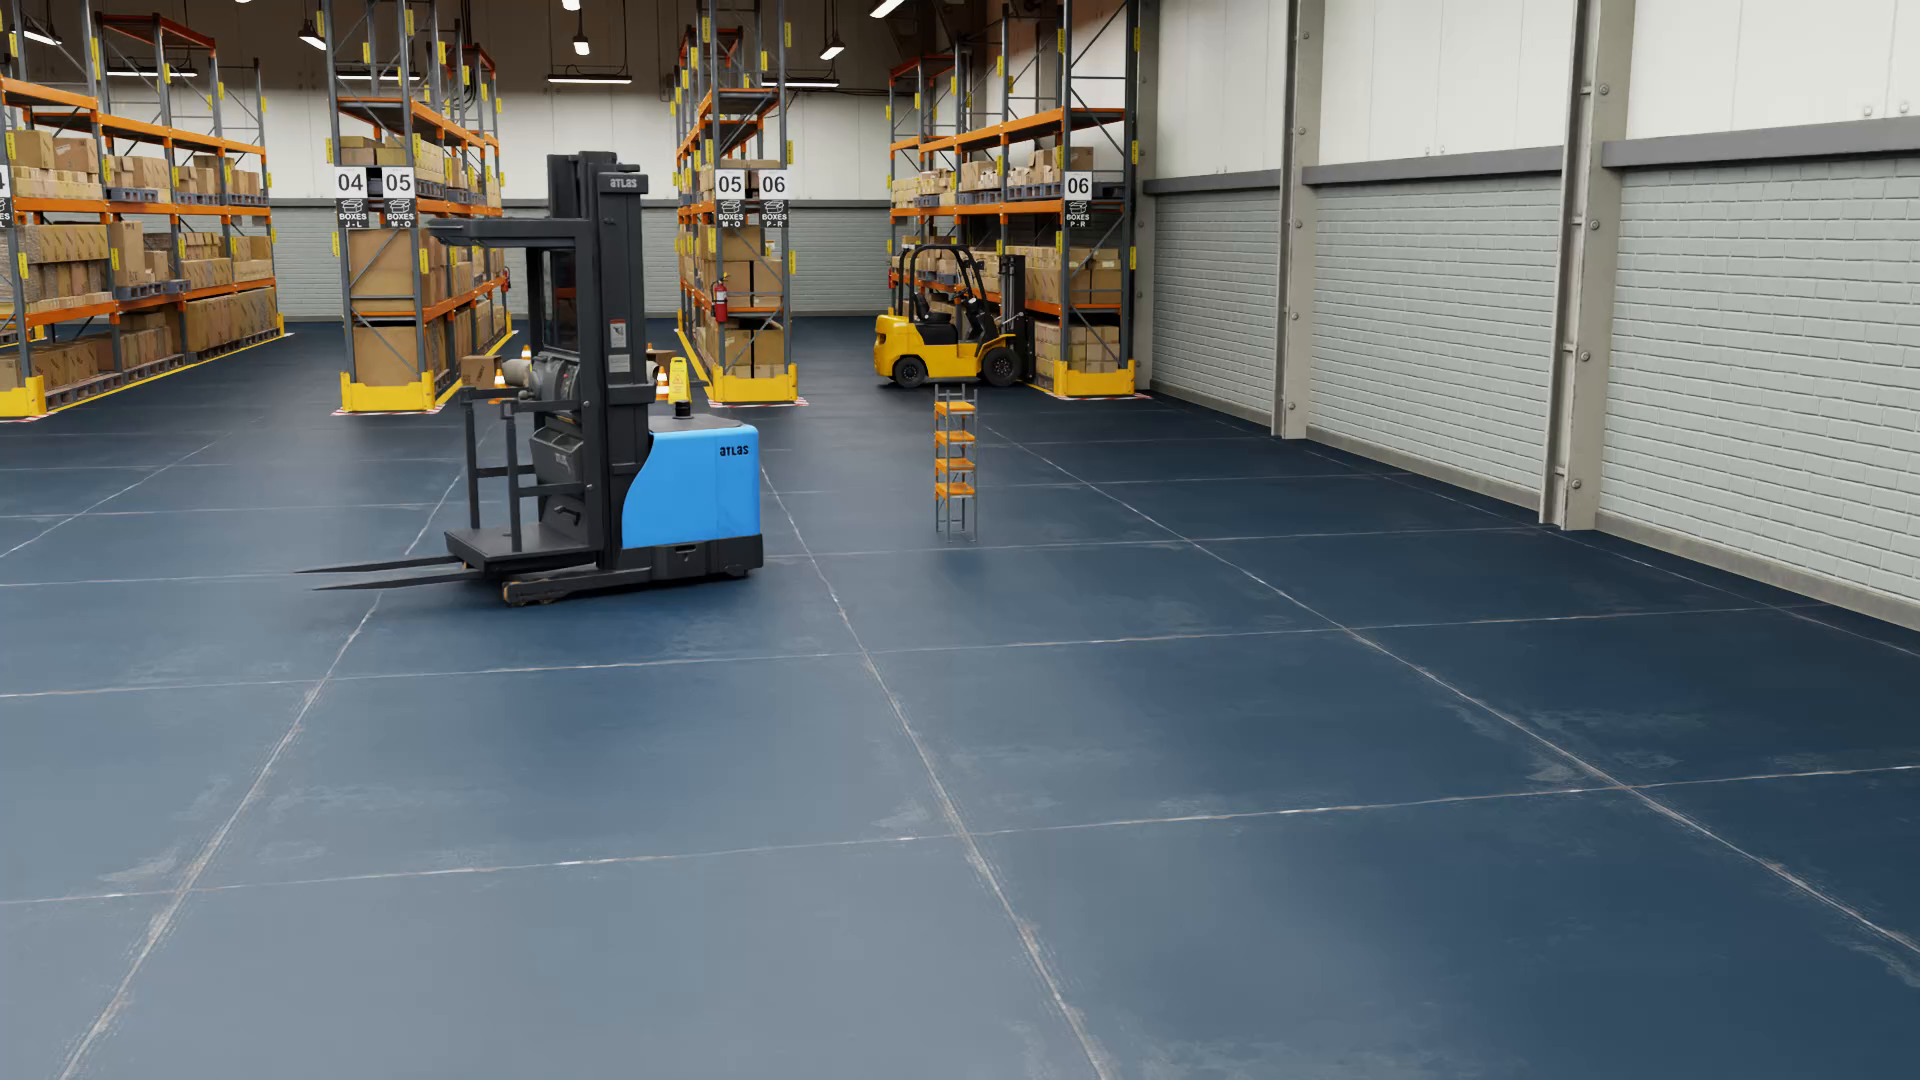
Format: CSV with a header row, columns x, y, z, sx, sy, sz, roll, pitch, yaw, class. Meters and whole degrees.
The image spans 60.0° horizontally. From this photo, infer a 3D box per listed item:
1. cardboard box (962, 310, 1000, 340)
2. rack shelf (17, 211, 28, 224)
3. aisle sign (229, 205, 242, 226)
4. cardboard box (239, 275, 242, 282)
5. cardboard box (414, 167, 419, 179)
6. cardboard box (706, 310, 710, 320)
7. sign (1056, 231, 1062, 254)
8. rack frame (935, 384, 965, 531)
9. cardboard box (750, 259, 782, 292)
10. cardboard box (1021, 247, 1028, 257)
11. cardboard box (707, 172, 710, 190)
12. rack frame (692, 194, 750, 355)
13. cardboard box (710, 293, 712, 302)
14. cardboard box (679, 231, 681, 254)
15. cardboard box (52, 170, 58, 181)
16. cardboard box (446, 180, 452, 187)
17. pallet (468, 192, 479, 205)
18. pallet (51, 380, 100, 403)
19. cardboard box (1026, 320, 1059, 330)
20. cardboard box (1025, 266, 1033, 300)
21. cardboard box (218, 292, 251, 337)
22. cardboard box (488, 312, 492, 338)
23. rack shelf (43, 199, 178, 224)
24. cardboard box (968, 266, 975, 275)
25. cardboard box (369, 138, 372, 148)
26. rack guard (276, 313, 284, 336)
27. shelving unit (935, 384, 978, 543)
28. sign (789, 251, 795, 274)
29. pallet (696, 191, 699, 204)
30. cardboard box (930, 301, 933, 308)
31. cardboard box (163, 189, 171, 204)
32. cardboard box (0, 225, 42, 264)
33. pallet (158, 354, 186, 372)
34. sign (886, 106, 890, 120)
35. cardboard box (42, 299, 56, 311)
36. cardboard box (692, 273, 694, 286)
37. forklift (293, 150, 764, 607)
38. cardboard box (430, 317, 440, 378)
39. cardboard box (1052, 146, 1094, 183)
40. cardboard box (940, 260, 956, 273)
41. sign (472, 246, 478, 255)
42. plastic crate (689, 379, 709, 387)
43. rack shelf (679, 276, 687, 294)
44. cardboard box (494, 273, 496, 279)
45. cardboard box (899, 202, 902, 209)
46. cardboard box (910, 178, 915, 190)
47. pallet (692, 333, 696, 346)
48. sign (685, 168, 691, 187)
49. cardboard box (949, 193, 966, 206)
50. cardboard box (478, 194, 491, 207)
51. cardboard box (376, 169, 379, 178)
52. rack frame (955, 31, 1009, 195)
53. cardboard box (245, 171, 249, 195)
x,y,z,sx,sy,sz,roll,pitch,yaw,class
0.525,-4.026,31.553,0.875,0.625,0.625,-2,11,-9,cardboard box
-20.198,-6.600,33.750,1.077,0.370,4.000,-2,11,-11,rack shelf
-16.036,-7.306,36.606,0.394,0.787,0.004,-2,11,-11,aisle sign
-14.733,-5.284,33.608,0.380,0.149,0.250,-2,11,-13,cardboard box
-7.484,-4.934,22.356,0.380,0.149,0.250,-2,11,-11,cardboard box
-3.858,-3.585,26.502,0.380,0.149,0.250,-2,11,-10,cardboard box
1.438,-4.302,24.044,0.100,0.325,0.005,-2,11,-11,sign
-0.080,-0.665,13.479,0.240,1.200,0.015,-2,11,-11,rack frame
-2.820,-3.839,24.284,0.500,0.500,0.500,-2,11,-9,cardboard box
1.190,-4.623,26.666,0.380,0.149,0.250,-2,11,-12,cardboard box
-3.462,-5.270,24.444,0.500,0.250,0.500,-2,11,-9,cardboard box
-4.452,-4.920,31.022,1.000,3.000,0.127,-2,11,-11,rack frame
-3.611,-3.713,25.354,0.380,0.149,0.250,-2,11,-11,cardboard box
-6.086,-6.734,37.614,0.500,0.500,0.500,-2,11,-13,cardboard box
-12.820,-5.078,23.166,0.380,0.149,0.250,-3,11,-13,cardboard box
-8.527,-5.860,27.219,0.380,0.149,0.250,-2,11,-11,cardboard box
-9.110,-5.986,29.105,1.213,0.211,1.003,-2,11,-8,pallet
-12.988,-2.110,23.716,1.003,0.211,1.213,-2,11,-11,pallet
1.273,-3.332,26.238,0.500,0.250,0.500,-2,11,-12,cardboard box
1.319,-4.045,26.157,0.500,0.500,0.500,-2,11,-11,cardboard box
-15.000,-4.579,33.793,0.875,0.875,0.875,-2,11,-11,cardboard box
-9.674,-4.306,33.362,0.500,0.500,0.500,-2,11,-12,cardboard box
-13.783,-5.313,26.988,1.077,0.370,4.000,-2,11,-11,rack shelf
0.444,-4.994,30.476,0.500,0.250,0.500,-2,11,-12,cardboard box
-8.227,-5.393,22.637,0.380,0.149,0.250,-2,11,-10,cardboard box
-15.733,-4.803,37.094,1.175,0.500,0.348,-2,11,-11,rack guard
-0.032,-0.620,13.244,0.258,1.200,0.503,-2,11,-11,shelving unit
-2.363,-3.897,23.336,0.100,0.325,0.005,-2,11,-11,sign
-3.894,-5.875,28.518,1.213,0.211,1.003,-2,11,-11,pallet
-0.423,-5.008,35.313,0.380,0.149,0.250,-2,11,-13,cardboard box
-13.839,-5.881,28.450,0.500,0.250,0.500,-2,11,-11,cardboard box
-12.456,-3.889,21.871,0.500,0.500,0.500,-2,11,-11,cardboard box
-14.022,-3.046,28.636,1.003,0.211,1.213,-2,11,-11,pallet
-1.672,-9.993,38.923,0.100,0.325,0.005,-2,11,-11,sign
-12.612,-3.214,22.731,0.380,0.149,0.250,-2,11,-11,cardboard box
-4.805,-4.929,31.473,0.500,0.250,0.500,-3,11,-13,cardboard box
-2.927,-1.114,11.212,3.031,2.935,1.130,-6,13,-31,forklift
-8.277,-2.867,24.796,0.875,0.875,0.875,-2,11,-11,cardboard box
1.647,-5.484,24.306,0.500,0.500,0.500,-2,11,-9,cardboard box
-0.106,-5.415,32.903,0.500,0.250,0.500,-3,11,-14,cardboard box
-8.744,-5.311,29.979,0.100,0.325,0.005,-2,11,-11,sign
-4.173,-2.434,25.771,0.402,0.080,0.583,-6,13,-31,plastic crate
-5.618,-5.667,36.870,1.077,0.370,4.000,-2,11,-11,rack shelf
-10.103,-5.635,35.452,0.380,0.149,0.250,-2,11,-8,cardboard box
-1.190,-7.659,38.065,0.380,0.149,0.250,-2,11,-11,cardboard box
-0.803,-7.803,36.415,0.500,0.250,0.500,-2,11,-12,cardboard box
-5.005,-4.145,34.408,1.003,0.211,1.213,-2,11,-11,pallet
-4.998,-6.667,30.587,0.100,0.325,0.005,-2,11,-11,sign
0.079,-6.586,32.155,0.500,0.250,0.500,-2,11,-13,cardboard box
-9.896,-6.949,34.063,0.500,0.250,0.500,-2,11,-8,cardboard box
-8.327,-5.095,23.201,0.380,0.149,0.250,-2,11,-12,cardboard box
0.417,-8.048,31.413,1.000,3.000,0.127,-2,11,-11,rack frame
-15.583,-7.604,35.443,0.700,0.500,0.500,-3,11,-13,cardboard box
